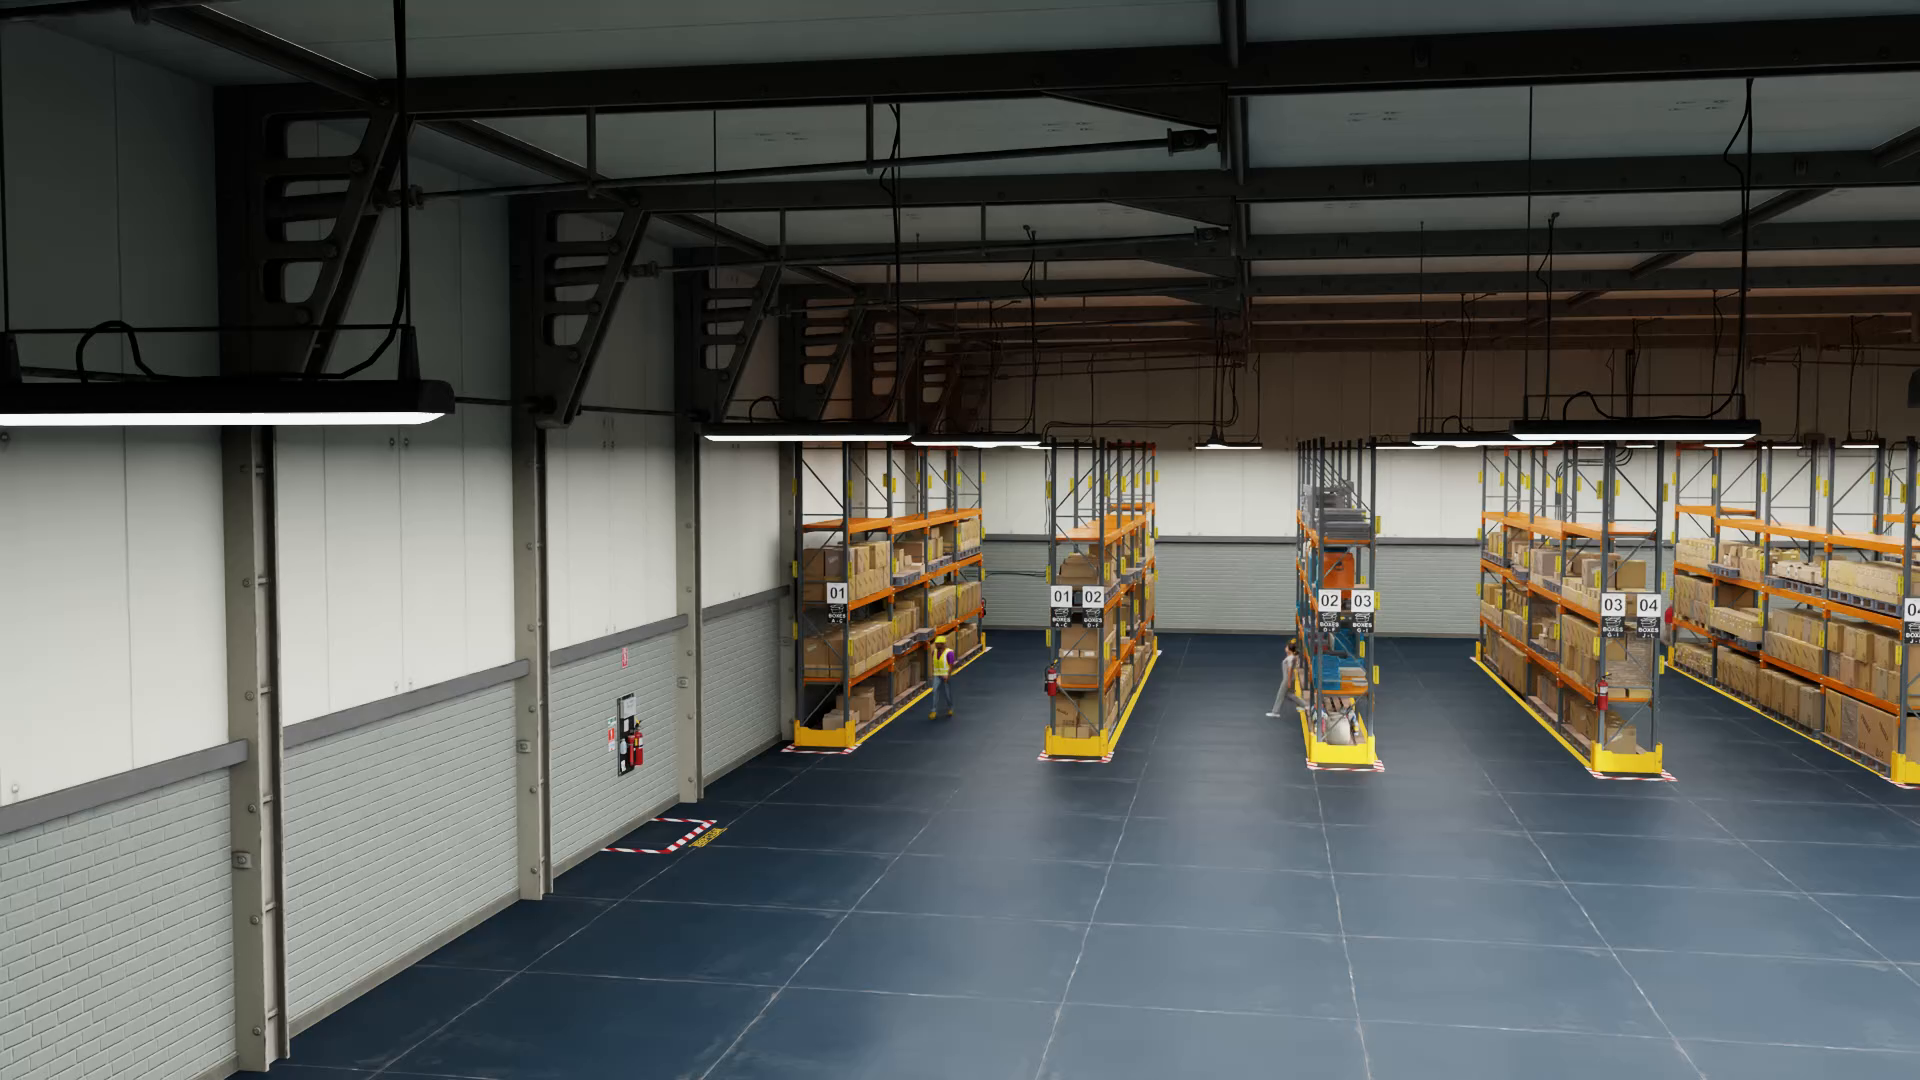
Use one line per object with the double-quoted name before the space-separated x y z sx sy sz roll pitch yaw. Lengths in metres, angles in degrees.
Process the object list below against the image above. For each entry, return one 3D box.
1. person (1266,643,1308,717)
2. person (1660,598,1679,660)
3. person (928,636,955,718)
"person" 7.037 3.002 35.659 0.923 1.630 0.482 1 3 14
"person" 19.537 2.449 45.769 0.478 1.779 0.569 -1 3 -11
"person" -0.423 2.939 35.826 0.592 1.722 0.933 2 4 31
